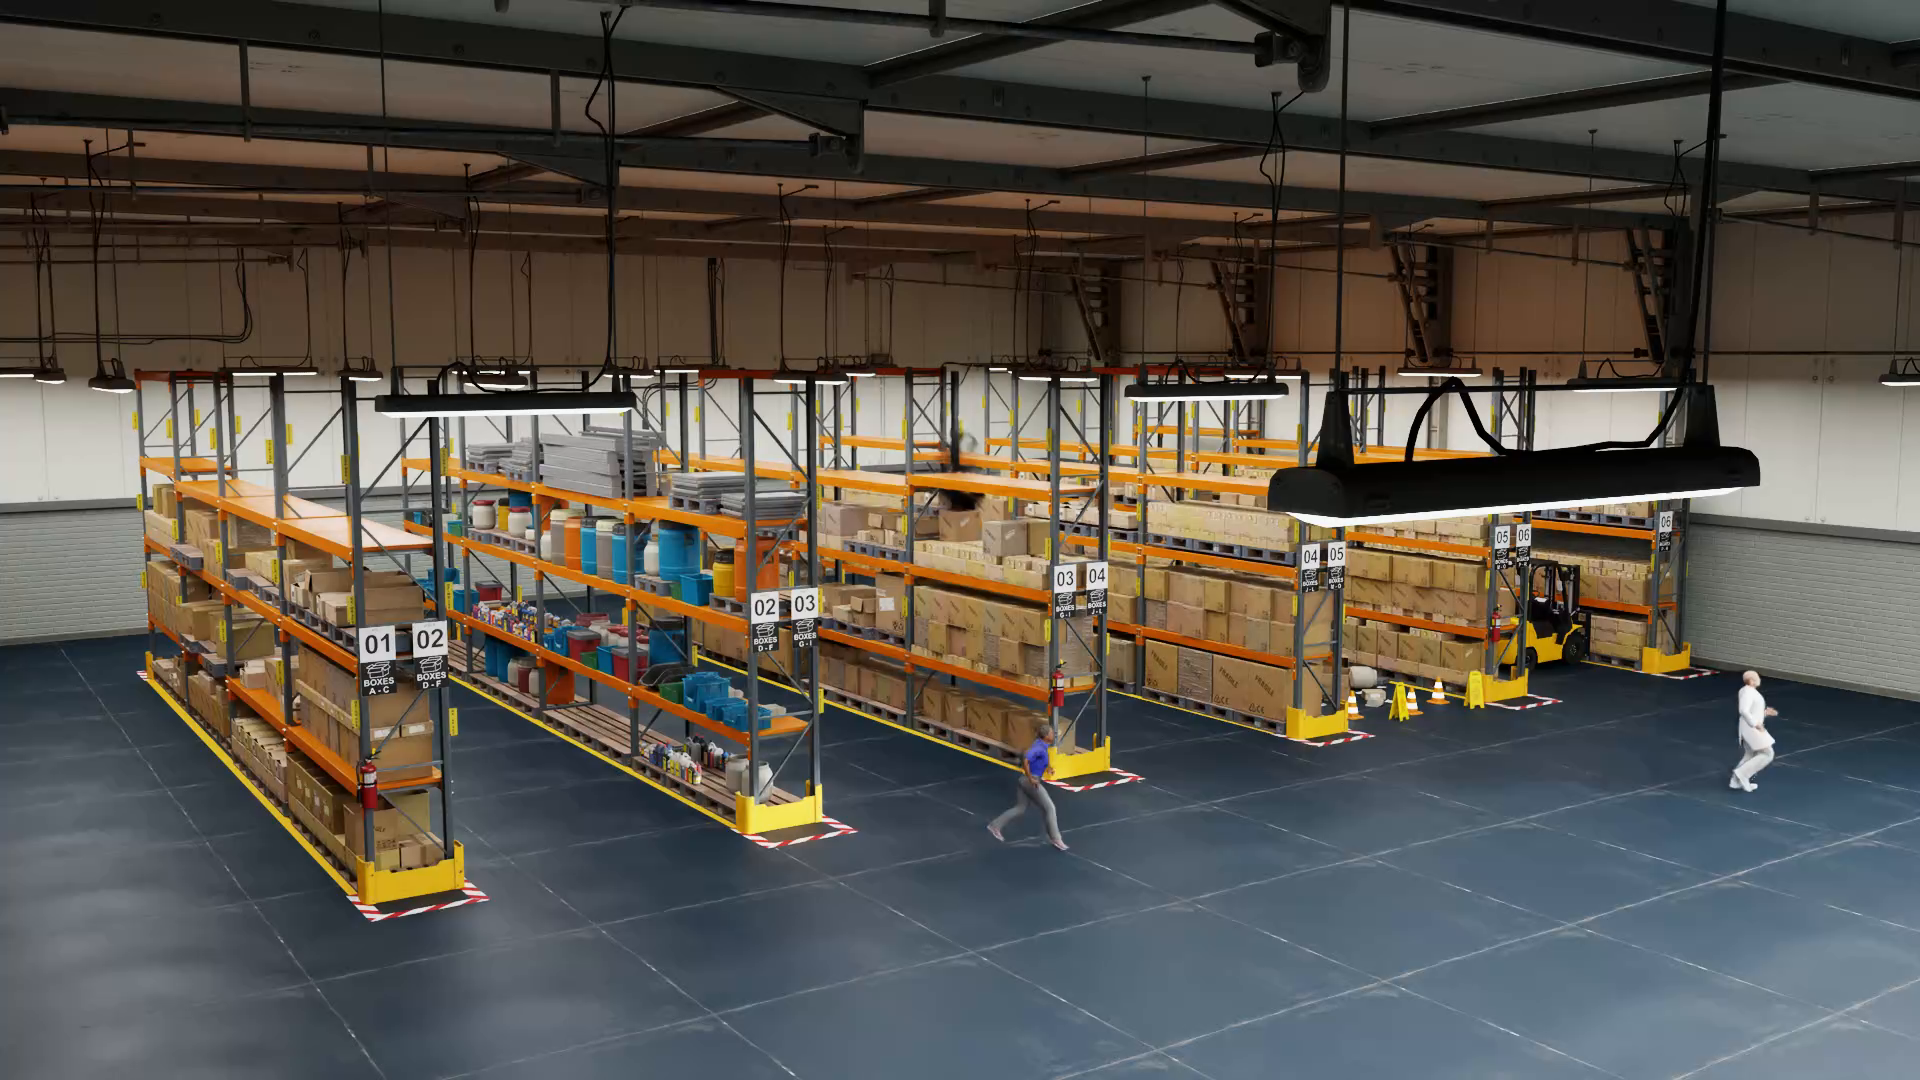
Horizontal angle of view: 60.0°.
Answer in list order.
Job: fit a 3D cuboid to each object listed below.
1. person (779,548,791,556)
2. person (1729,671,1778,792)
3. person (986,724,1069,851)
[{"bbox_3d":[-4.460,0.851,41.093,0.872,1.677,0.514,2,7,20],"label":"person"},{"bbox_3d":[11.492,2.755,23.985,0.641,1.744,0.659,1,7,10],"label":"person"},{"bbox_3d":[0.864,3.153,21.137,1.063,1.655,0.581,-1,6,-7],"label":"person"}]
